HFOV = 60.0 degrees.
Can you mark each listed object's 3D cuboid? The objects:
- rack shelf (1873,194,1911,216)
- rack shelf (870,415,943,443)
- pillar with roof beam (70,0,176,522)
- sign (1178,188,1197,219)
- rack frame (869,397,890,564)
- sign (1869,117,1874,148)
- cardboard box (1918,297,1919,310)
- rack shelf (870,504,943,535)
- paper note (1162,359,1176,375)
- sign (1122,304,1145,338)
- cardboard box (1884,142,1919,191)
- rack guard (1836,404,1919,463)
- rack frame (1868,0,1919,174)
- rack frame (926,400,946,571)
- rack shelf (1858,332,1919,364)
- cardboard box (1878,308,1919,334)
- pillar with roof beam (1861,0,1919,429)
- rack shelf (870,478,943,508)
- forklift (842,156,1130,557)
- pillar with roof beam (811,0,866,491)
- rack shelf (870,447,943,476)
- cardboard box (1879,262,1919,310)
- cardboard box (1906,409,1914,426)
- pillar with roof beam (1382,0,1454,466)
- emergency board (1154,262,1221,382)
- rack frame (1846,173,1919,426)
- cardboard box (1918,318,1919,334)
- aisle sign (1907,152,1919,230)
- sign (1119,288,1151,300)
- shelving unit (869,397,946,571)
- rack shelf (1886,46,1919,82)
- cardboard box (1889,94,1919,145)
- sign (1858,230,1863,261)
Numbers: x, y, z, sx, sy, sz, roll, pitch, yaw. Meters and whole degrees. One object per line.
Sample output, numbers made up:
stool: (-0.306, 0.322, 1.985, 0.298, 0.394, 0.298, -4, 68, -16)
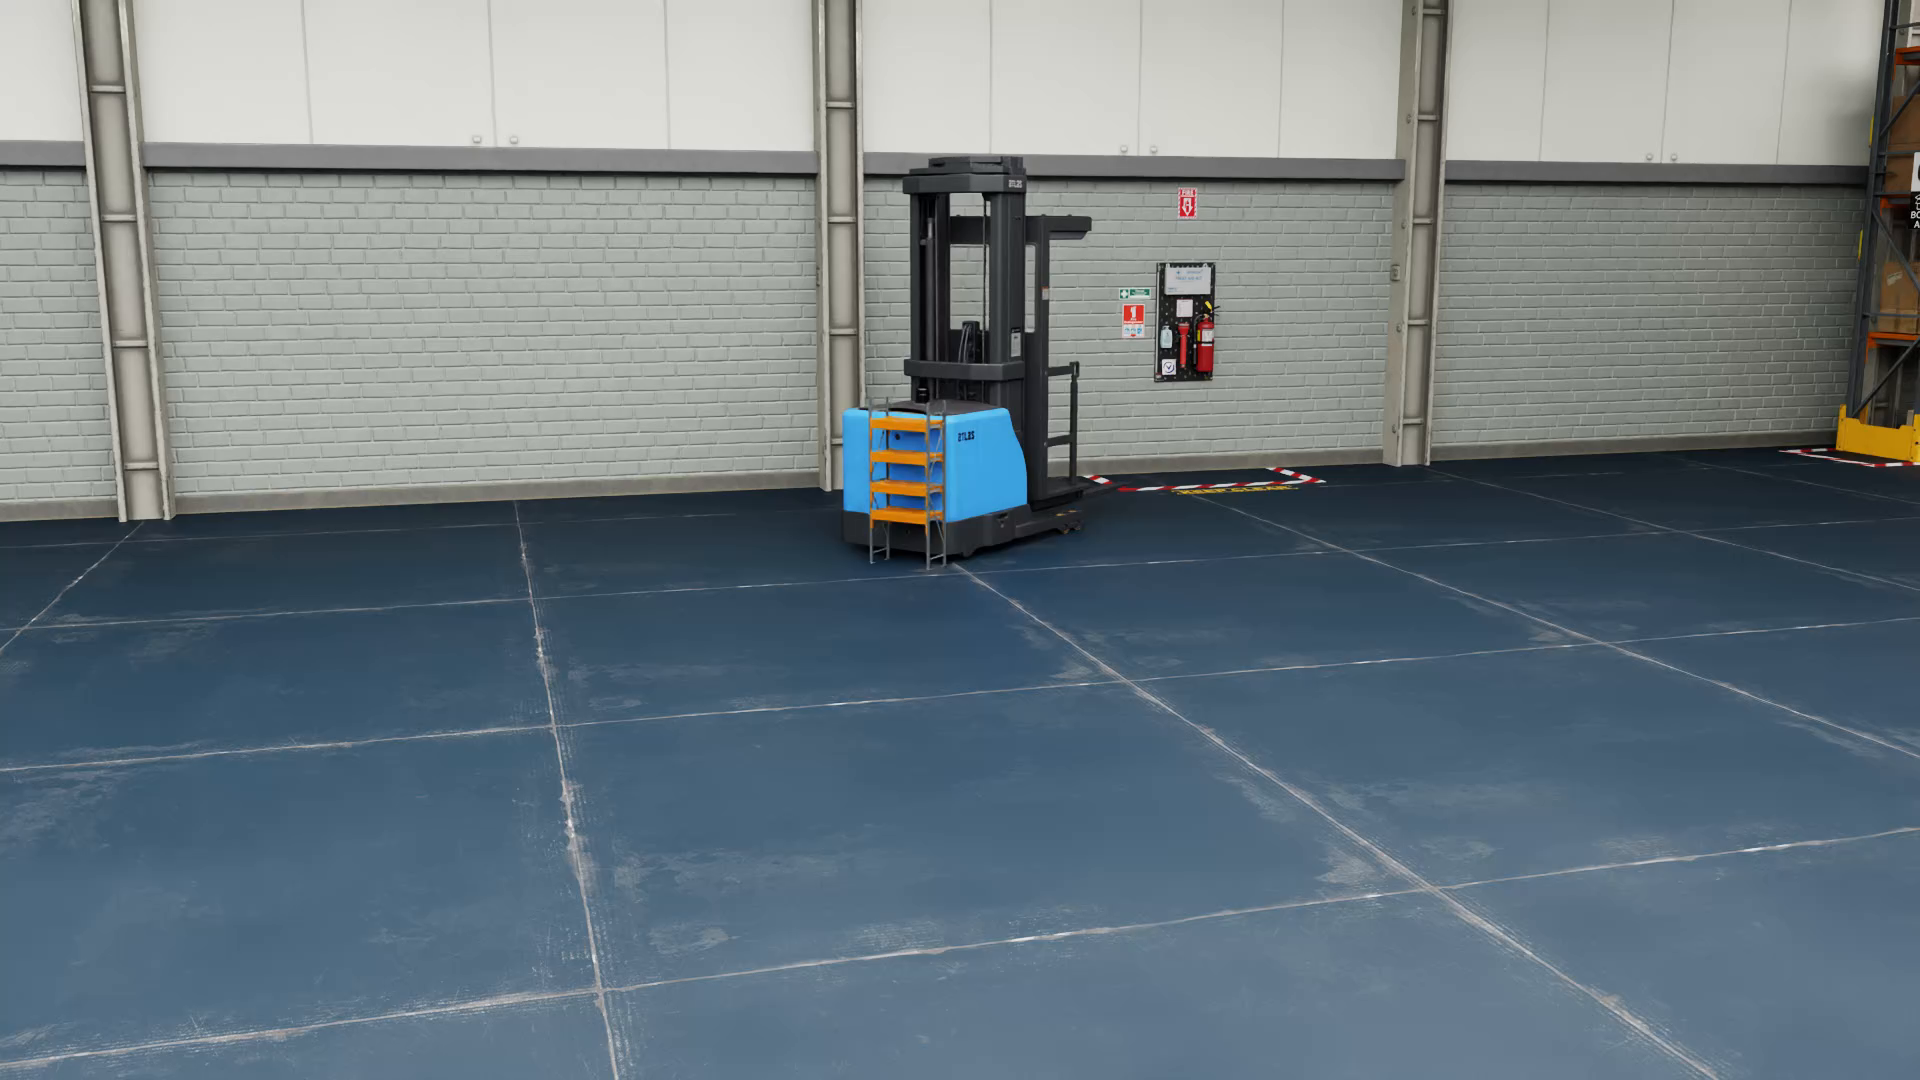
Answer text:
rack shelf: (11.905, -3.611, 18.080, 4.000, 0.370, 1.077, -3, 11, -16)
rack shelf: (-0.377, -0.796, 11.883, 0.480, 0.148, 0.258, 6, 12, 31)
pillar with roof beam: (-5.665, -3.866, 9.189, 0.400, 9.000, 9.100, -3, 11, -16)
sign: (2.235, -3.309, 16.335, 0.199, 0.298, 0.001, -3, 11, -16)
rack frame: (-0.586, -0.432, 12.077, 0.015, 1.200, 0.240, 6, 12, 31)
sign: (9.848, -4.397, 17.914, 0.005, 0.325, 0.100, -3, 11, -16)
cardboard box: (10.527, -2.665, 17.528, 0.500, 0.500, 0.500, -3, 11, -16)
rack shelf: (-0.378, -0.148, 12.000, 0.480, 0.148, 0.258, 6, 12, 31)
paper note: (2.081, -1.722, 16.549, 0.142, 0.148, 0.016, -3, 11, -16)
sign: (1.711, -2.160, 16.395, 0.234, 0.329, 0.001, -3, 11, -16)
cardboard box: (10.314, -3.988, 17.808, 0.500, 0.500, 0.500, -2, 11, -12)
rack guard: (10.057, -1.163, 17.984, 0.348, 0.500, 1.175, -3, 11, -16)
rack frame: (9.984, -5.339, 17.193, 0.127, 3.000, 1.000, -3, 11, -16)
rack frame: (-0.169, -0.386, 11.829, 0.015, 1.200, 0.240, 6, 12, 31)
rack shelf: (11.905, -2.136, 18.351, 4.000, 0.370, 1.077, -3, 11, -16)
cardboard box: (10.379, -2.382, 18.060, 0.500, 0.250, 0.500, -3, 11, -15)
pillar with roof beam: (11.618, -4.776, 14.137, 0.400, 9.000, 9.100, -3, 11, -16)
rack shelf: (-0.377, -0.343, 11.965, 0.480, 0.148, 0.258, 6, 12, 31)
forklift: (0.355, -1.534, 13.285, 1.130, 2.935, 3.031, 7, 13, 34)
pillar with roof beam: (0.096, -4.169, 10.839, 0.400, 9.000, 9.100, -3, 11, -16)
rack shelf: (-0.377, -0.563, 11.925, 0.480, 0.148, 0.258, 6, 12, 31)
cardboard box: (10.377, -2.754, 18.011, 0.500, 0.500, 0.500, -3, 11, -17)
cardboard box: (10.674, -1.302, 18.045, 0.500, 0.311, 0.500, -4, 11, -22)
pillar with roof beam: (5.857, -4.473, 12.488, 0.400, 9.000, 9.100, -3, 11, -16)
emergency board: (2.270, -2.152, 16.453, 0.643, 1.169, 0.194, -3, 11, -16)
rack frame: (9.984, -2.389, 17.736, 0.127, 3.000, 1.000, -3, 11, -16)
cardboard box: (10.542, -2.294, 17.583, 0.500, 0.250, 0.500, -3, 11, -18)
aisle sign: (9.999, -3.611, 17.198, 0.004, 0.787, 0.394, -3, 11, -16)
sign: (1.717, -2.419, 16.340, 0.331, 0.109, 0.001, -3, 11, -16)
shelving unit: (-0.377, -0.409, 11.953, 0.503, 1.200, 0.258, 6, 12, 31)
rack shelf: (11.905, -5.085, 17.808, 4.000, 0.370, 1.077, -3, 11, -16)
cardboard box: (10.325, -4.482, 17.729, 0.500, 0.500, 0.500, -3, 11, -13)
sign: (9.848, -3.211, 18.133, 0.005, 0.325, 0.100, -3, 11, -16)
